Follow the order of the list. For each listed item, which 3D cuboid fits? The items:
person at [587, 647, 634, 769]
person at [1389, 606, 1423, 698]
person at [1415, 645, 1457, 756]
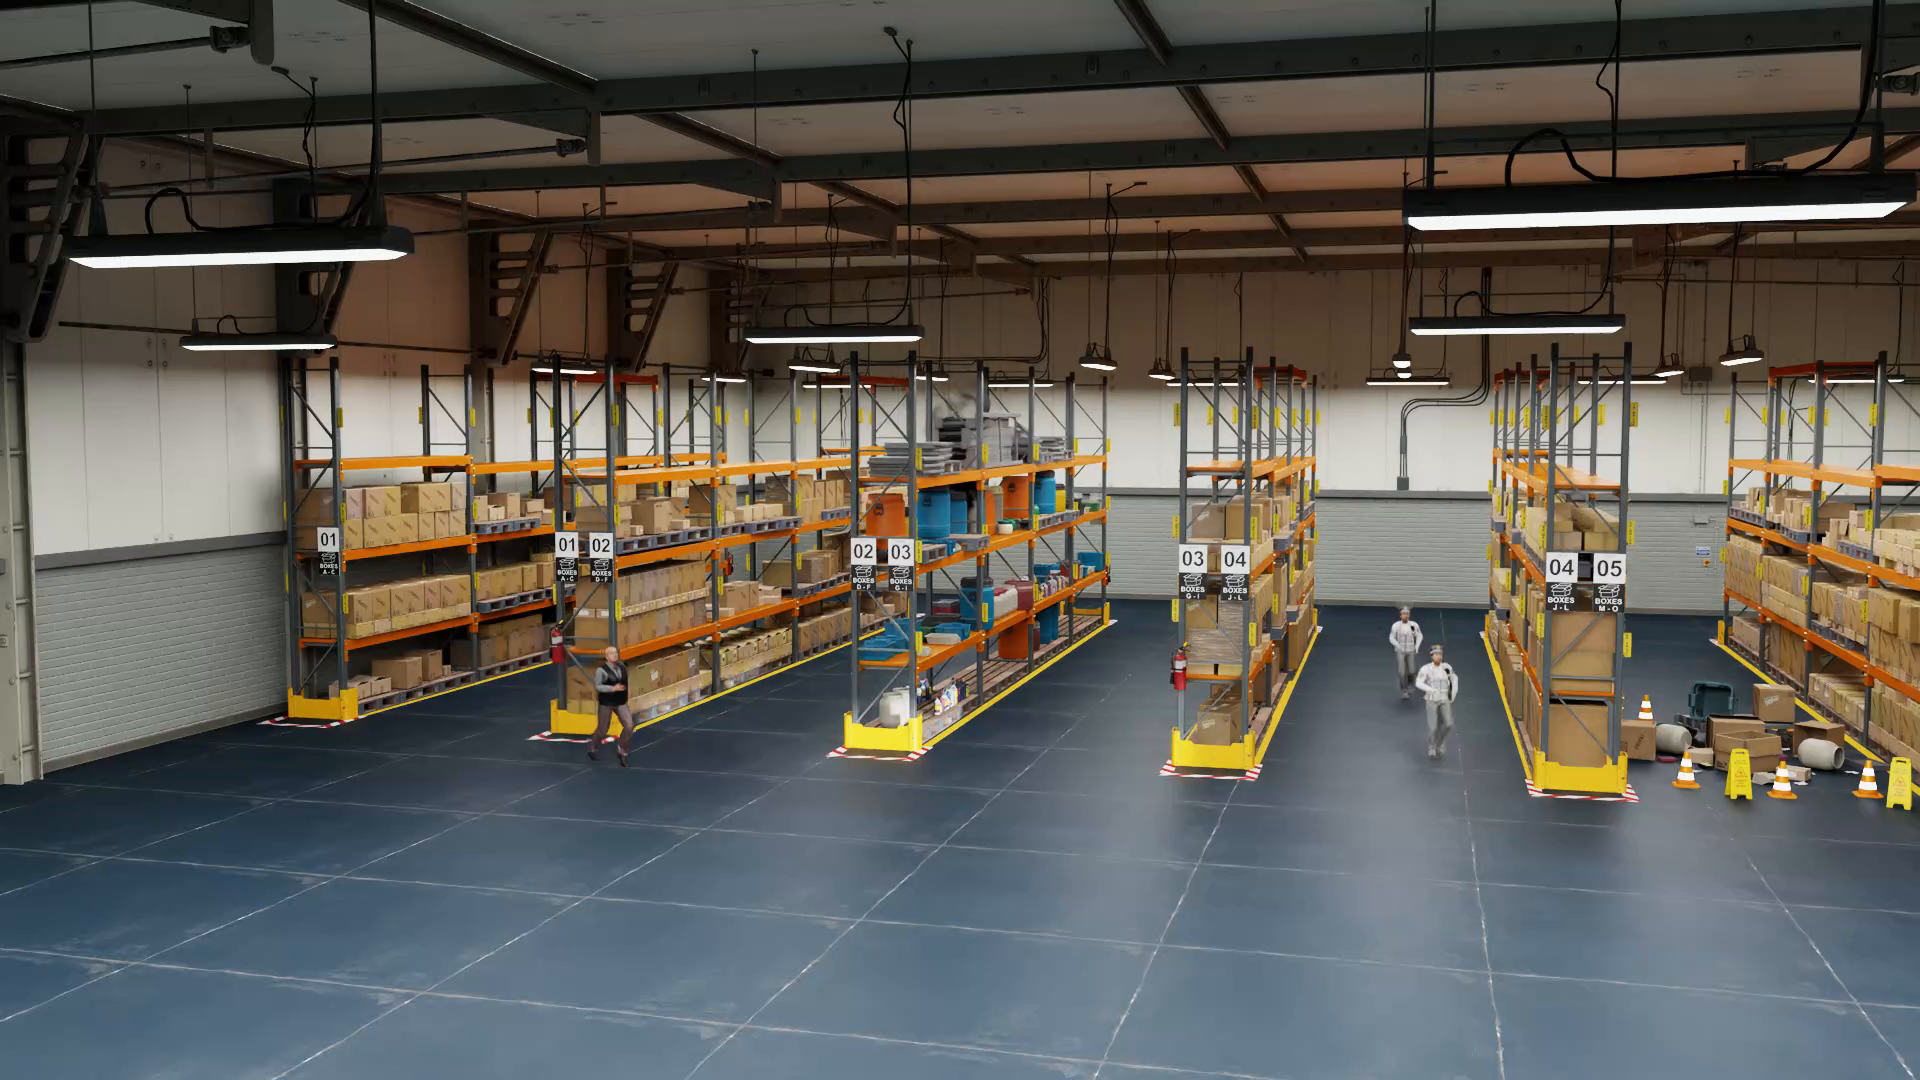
[{"bbox_3d":[-4.990,2.396,23.878,0.661,1.762,0.884,-4,6,-42],"label":"person"},{"bbox_3d":[7.935,1.997,29.582,0.587,1.653,0.528,1,4,12],"label":"person"},{"bbox_3d":[7.024,2.366,24.415,0.671,1.669,0.562,0,4,-1],"label":"person"}]
